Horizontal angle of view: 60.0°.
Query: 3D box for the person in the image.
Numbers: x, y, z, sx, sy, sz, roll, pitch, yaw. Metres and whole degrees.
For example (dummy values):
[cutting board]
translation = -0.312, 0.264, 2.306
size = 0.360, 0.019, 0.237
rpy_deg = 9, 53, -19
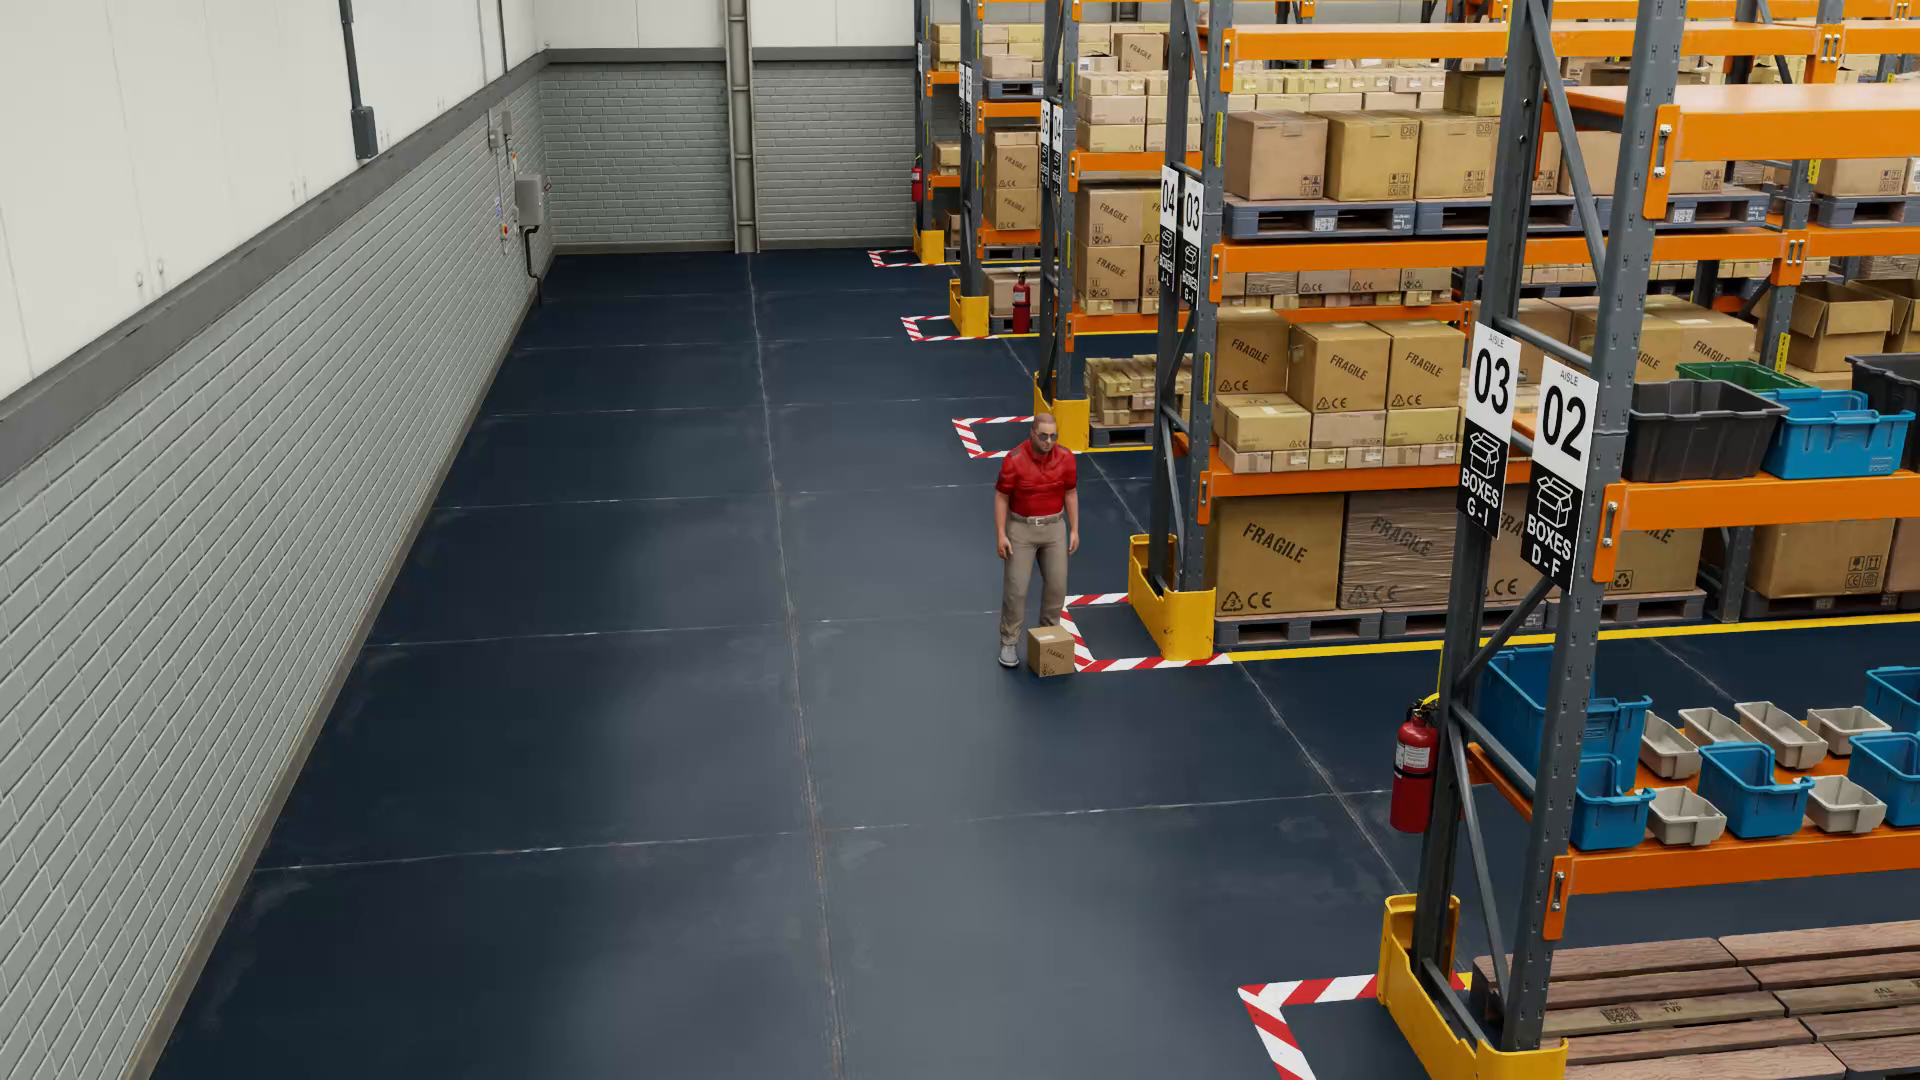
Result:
[person]
translation = 0.520, -0.029, 11.172
size = 0.587, 1.727, 0.398
rpy_deg = -5, 20, -14
